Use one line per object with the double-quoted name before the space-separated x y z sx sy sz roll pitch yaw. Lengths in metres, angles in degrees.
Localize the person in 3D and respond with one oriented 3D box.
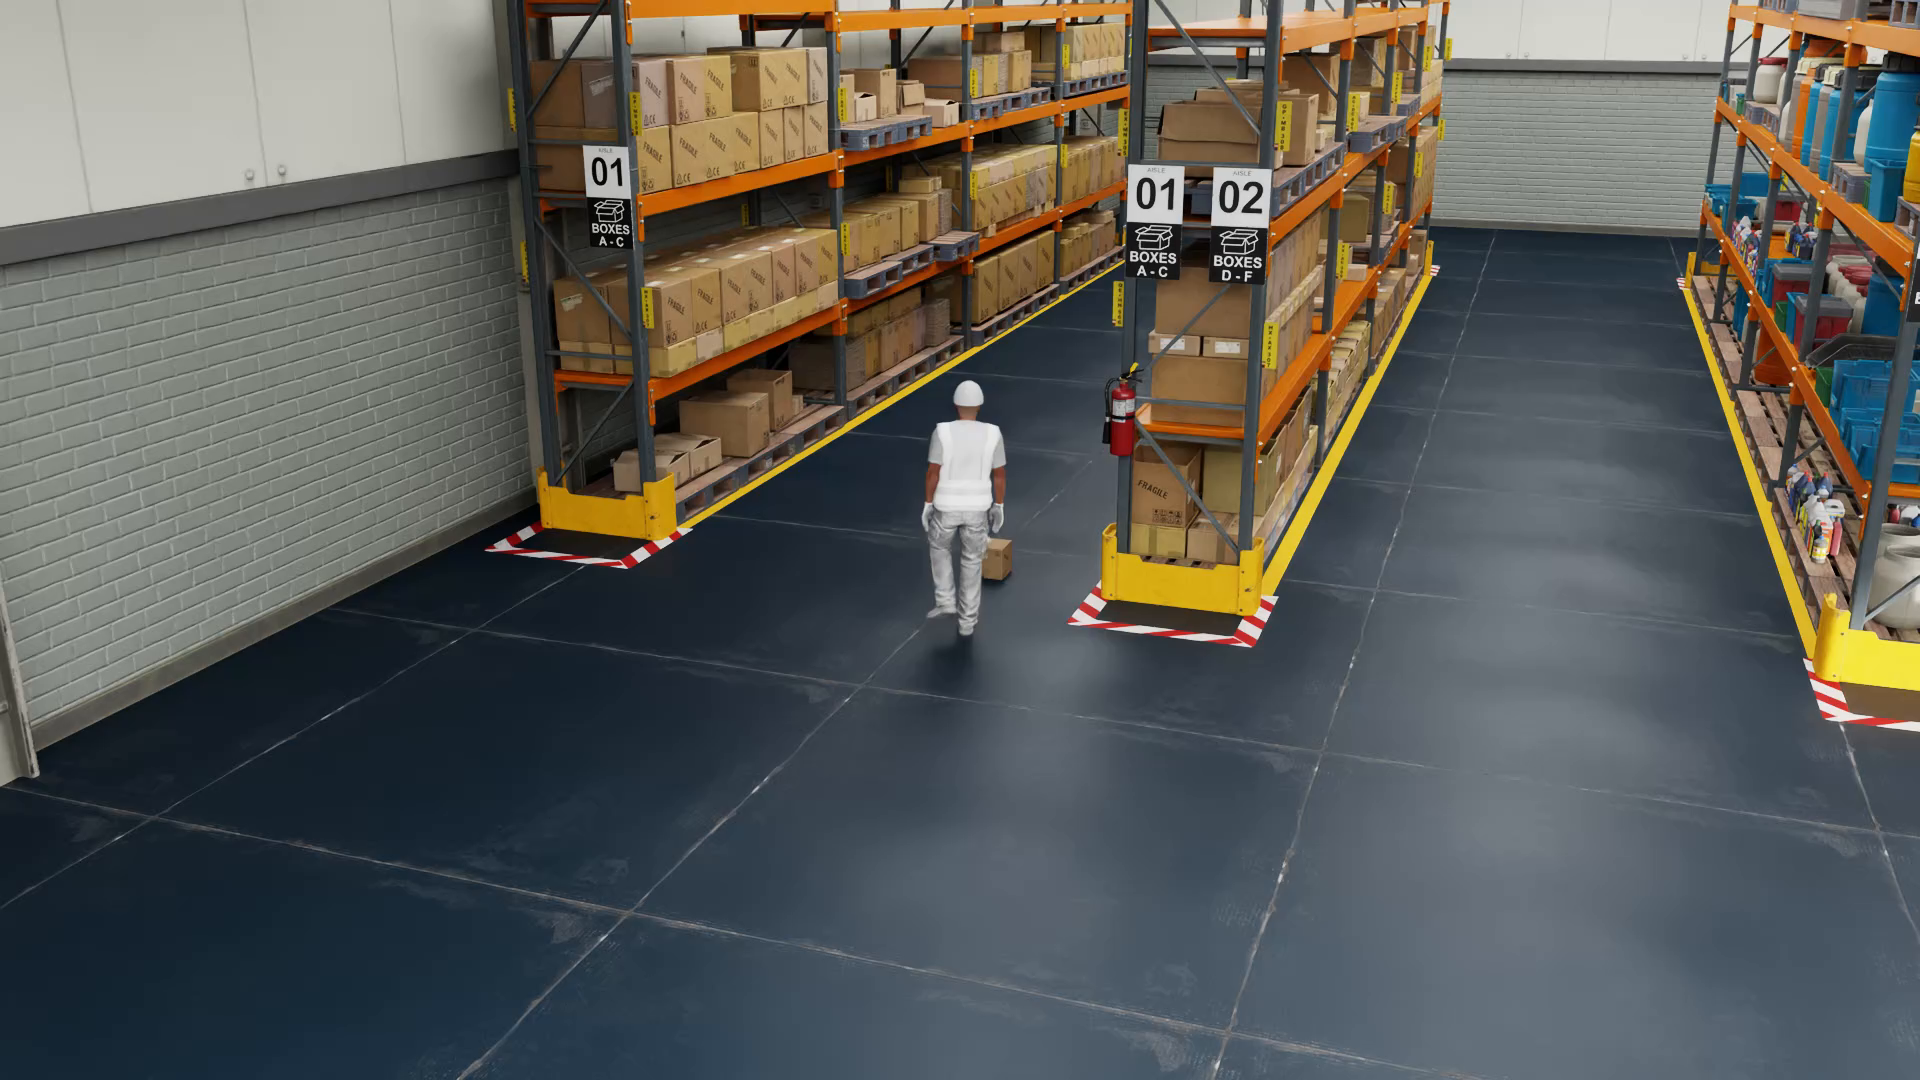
"person" 0.025 -0.228 11.666 0.598 1.771 0.482 -1 19 -4
